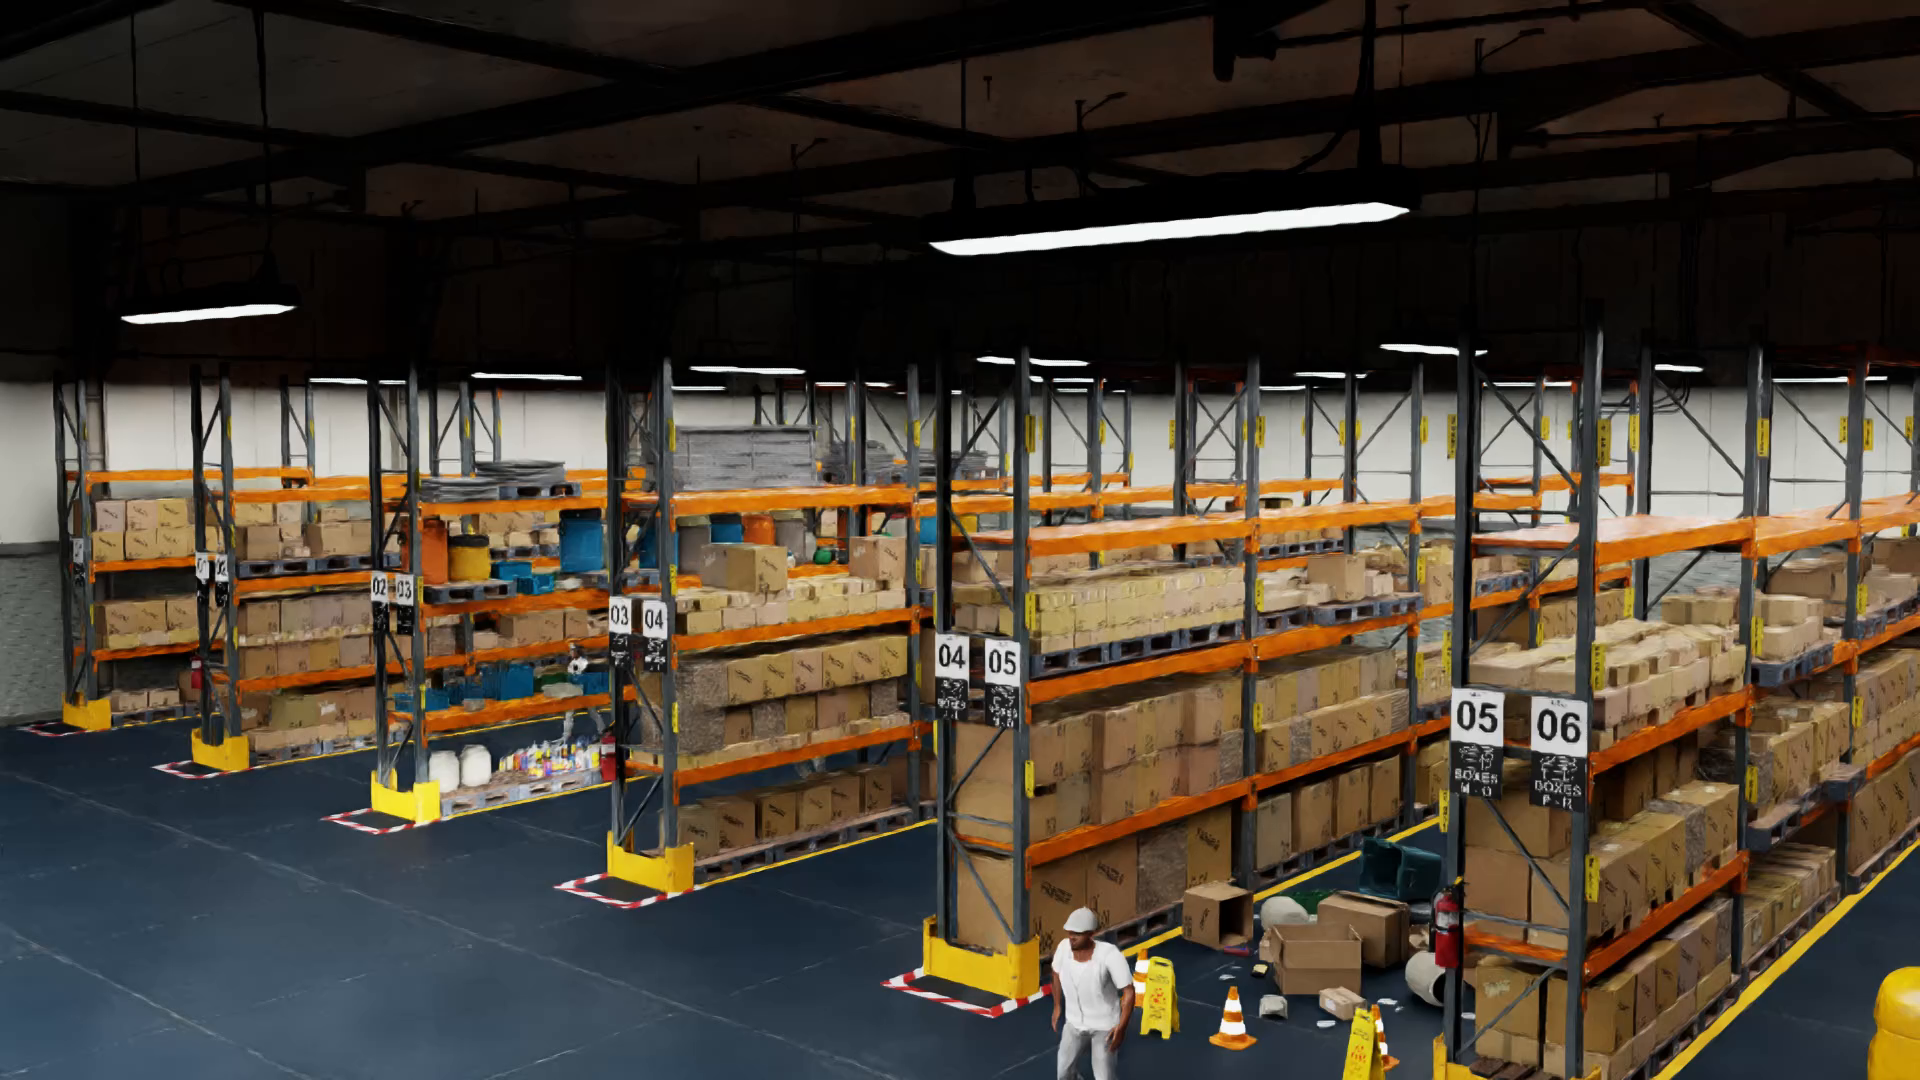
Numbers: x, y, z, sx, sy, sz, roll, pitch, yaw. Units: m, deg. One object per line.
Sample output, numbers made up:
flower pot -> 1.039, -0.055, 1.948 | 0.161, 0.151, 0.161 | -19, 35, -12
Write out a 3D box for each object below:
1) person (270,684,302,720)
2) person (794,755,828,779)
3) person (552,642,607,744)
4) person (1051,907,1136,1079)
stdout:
person -> -11.132, 2.323, 27.352 | 0.543, 1.709, 1.123 | 4, 6, 42
person -> -2.029, 2.676, 22.586 | 0.702, 1.735, 0.549 | 3, 5, 40
person -> -6.062, 2.432, 26.556 | 0.502, 1.618, 0.980 | 3, 5, 39
person -> 0.928, 3.456, 11.921 | 0.719, 1.714, 0.578 | 3, 5, 38
